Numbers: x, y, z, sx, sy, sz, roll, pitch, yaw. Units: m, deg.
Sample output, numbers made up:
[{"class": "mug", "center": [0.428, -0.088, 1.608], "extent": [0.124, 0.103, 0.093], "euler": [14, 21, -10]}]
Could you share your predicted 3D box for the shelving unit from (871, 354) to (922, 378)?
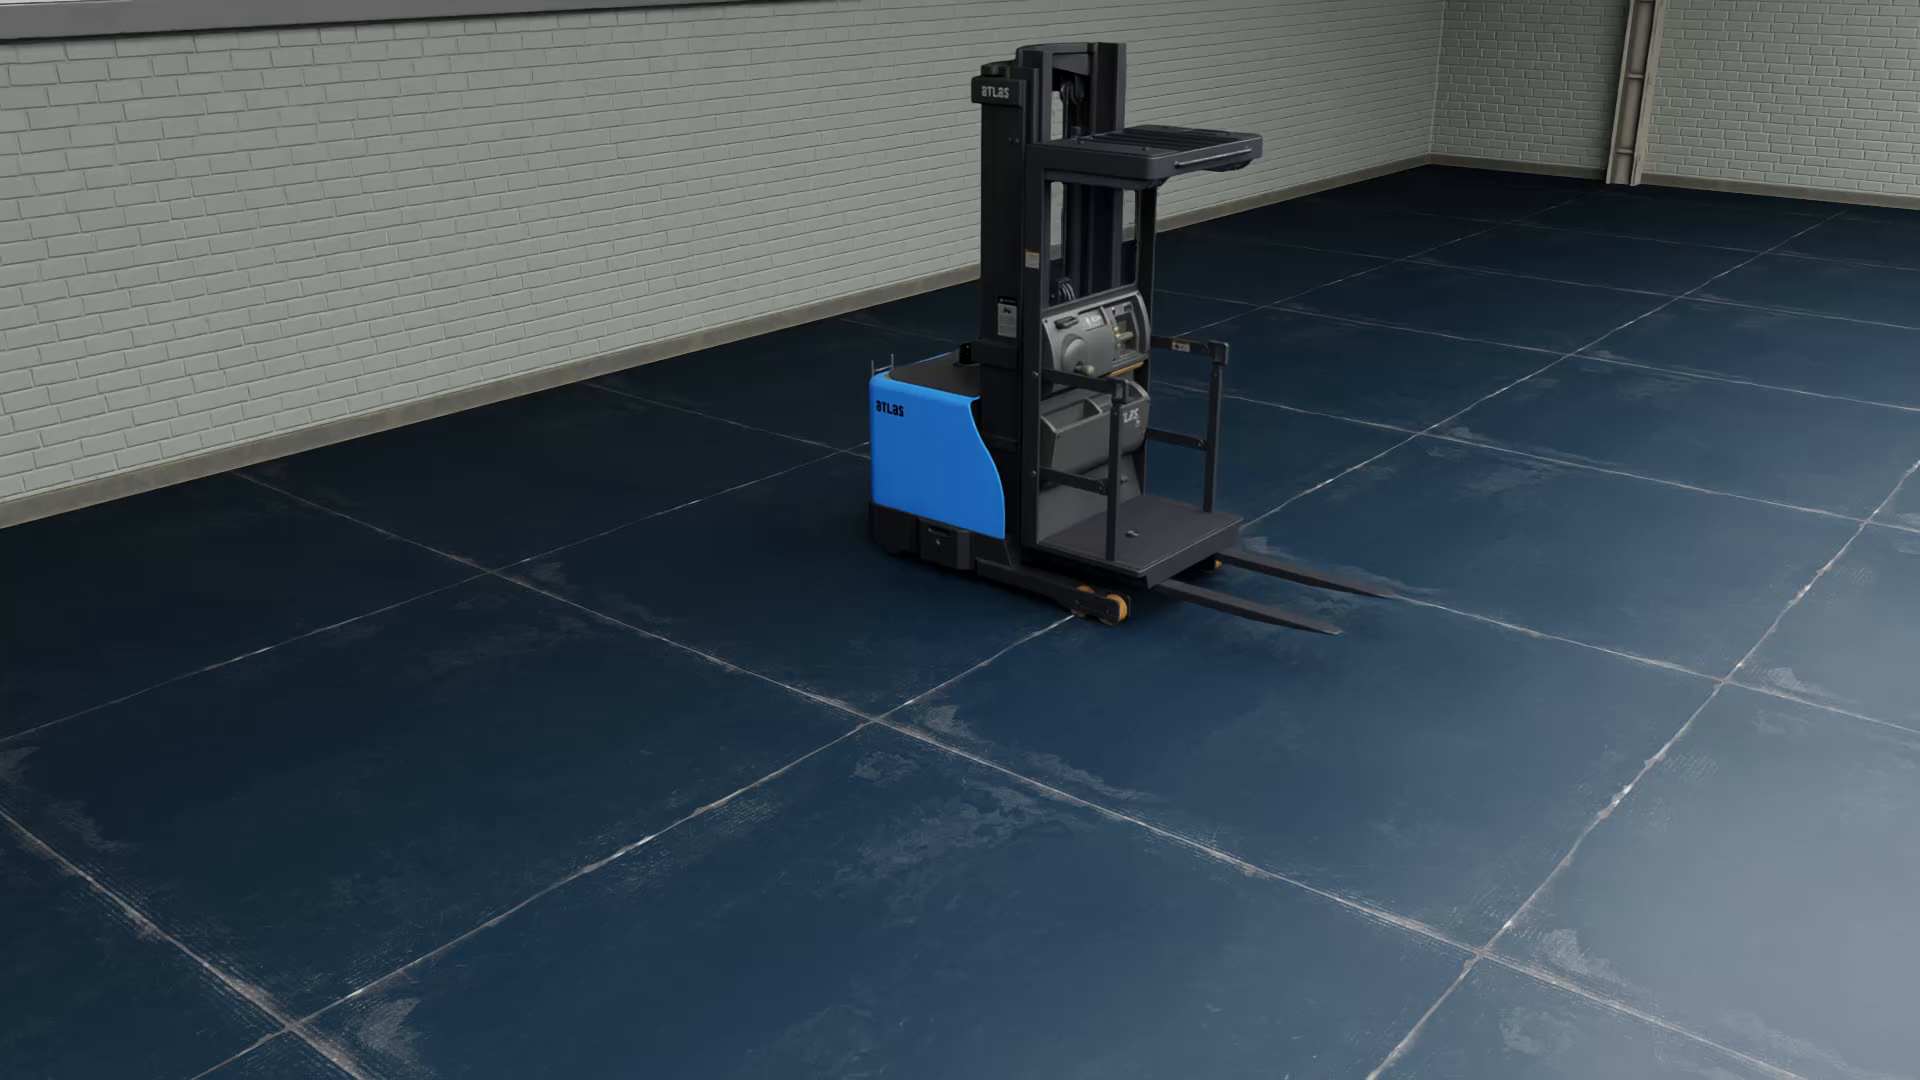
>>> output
[{"class": "shelving unit", "center": [-0.381, -0.601, 10.274], "extent": [0.252, 1.050, 0.215], "euler": [16, 26, 36]}]

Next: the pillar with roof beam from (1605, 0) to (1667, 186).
[{"class": "pillar with roof beam", "center": [6.678, -8.091, 18.869], "extent": [0.400, 9.000, 9.100], "euler": [16, 26, 36]}]

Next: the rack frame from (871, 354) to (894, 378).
[{"class": "rack frame", "center": [-0.476, -0.628, 10.346], "extent": [0.008, 1.050, 0.200], "euler": [16, 26, 36]}]

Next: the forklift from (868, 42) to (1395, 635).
[{"class": "forklift", "center": [0.915, -1.122, 8.990], "extent": [3.031, 2.935, 1.130], "euler": [16, 26, 36]}]
